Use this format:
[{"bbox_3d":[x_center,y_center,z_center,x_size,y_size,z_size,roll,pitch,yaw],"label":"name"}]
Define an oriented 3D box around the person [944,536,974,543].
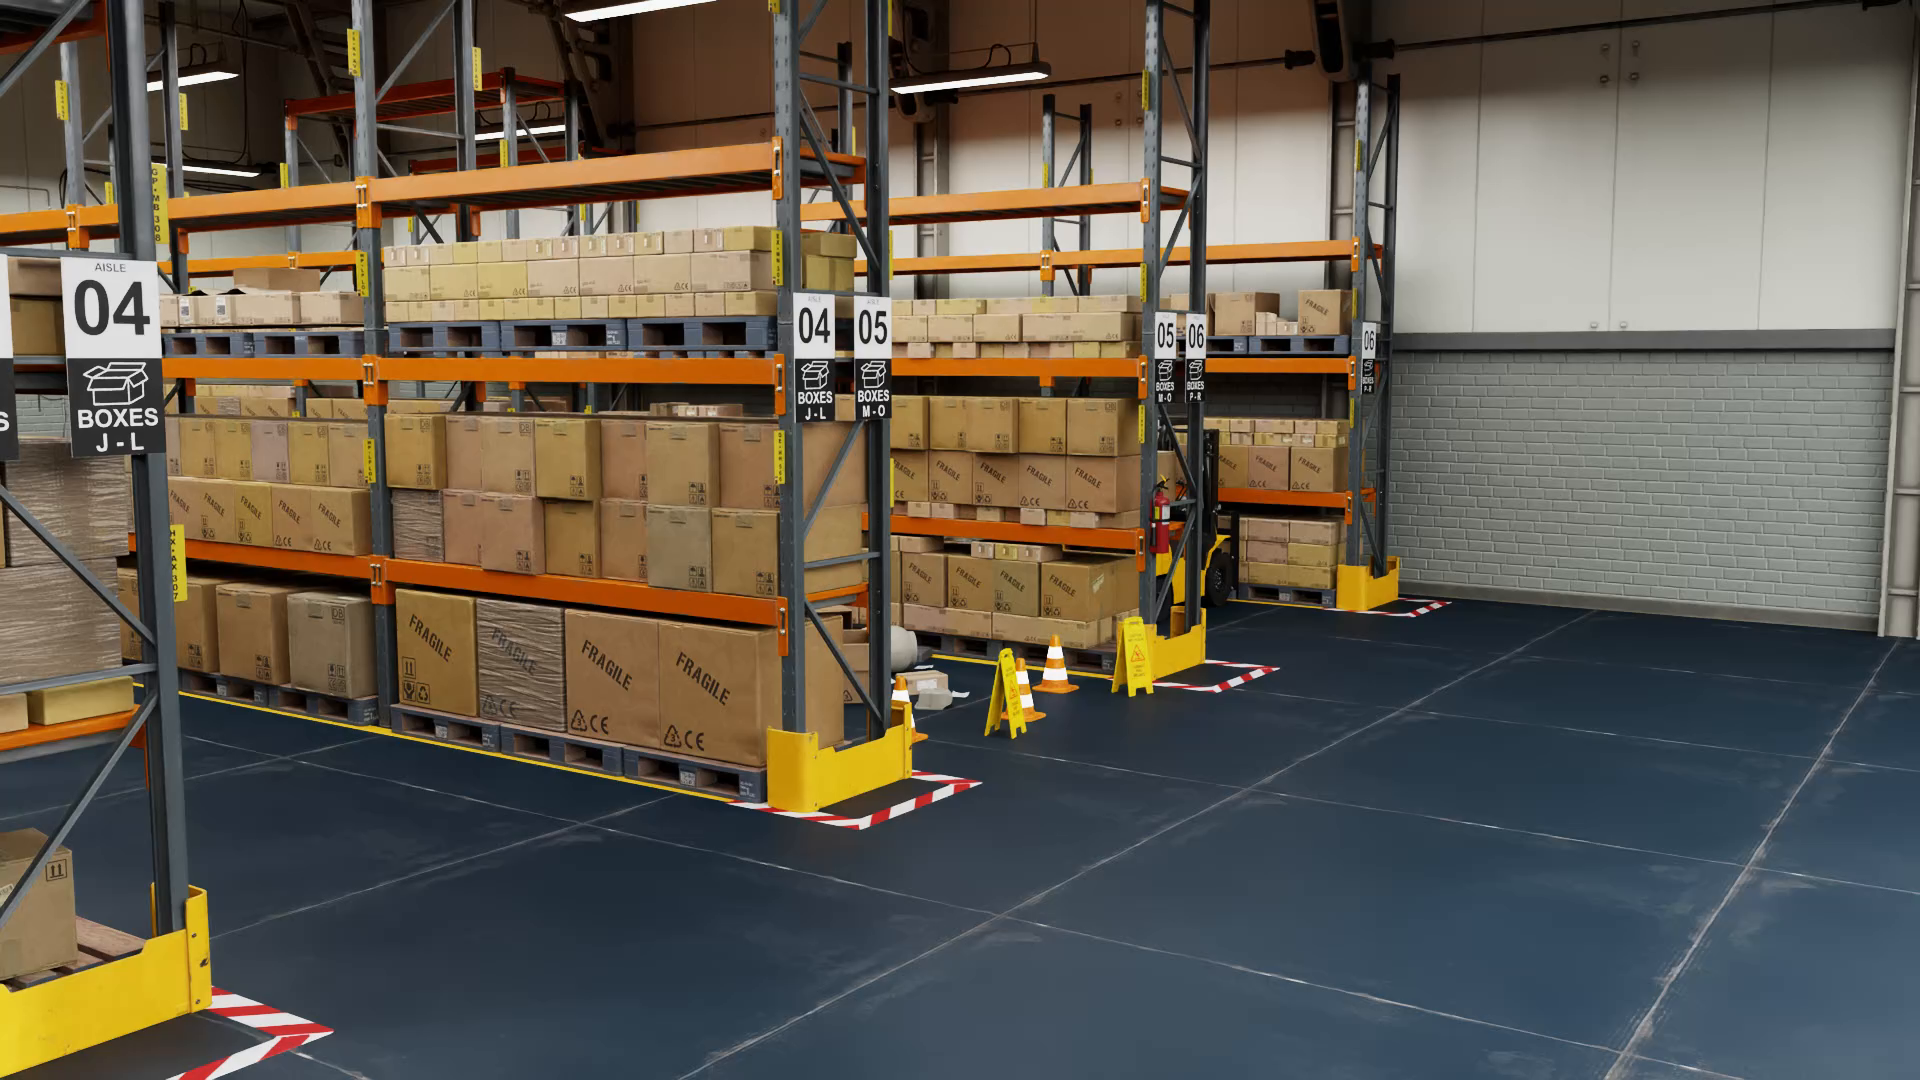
[{"bbox_3d":[-0.161,-0.143,18.784,0.663,1.778,0.579,0,6,2],"label":"person"}]
